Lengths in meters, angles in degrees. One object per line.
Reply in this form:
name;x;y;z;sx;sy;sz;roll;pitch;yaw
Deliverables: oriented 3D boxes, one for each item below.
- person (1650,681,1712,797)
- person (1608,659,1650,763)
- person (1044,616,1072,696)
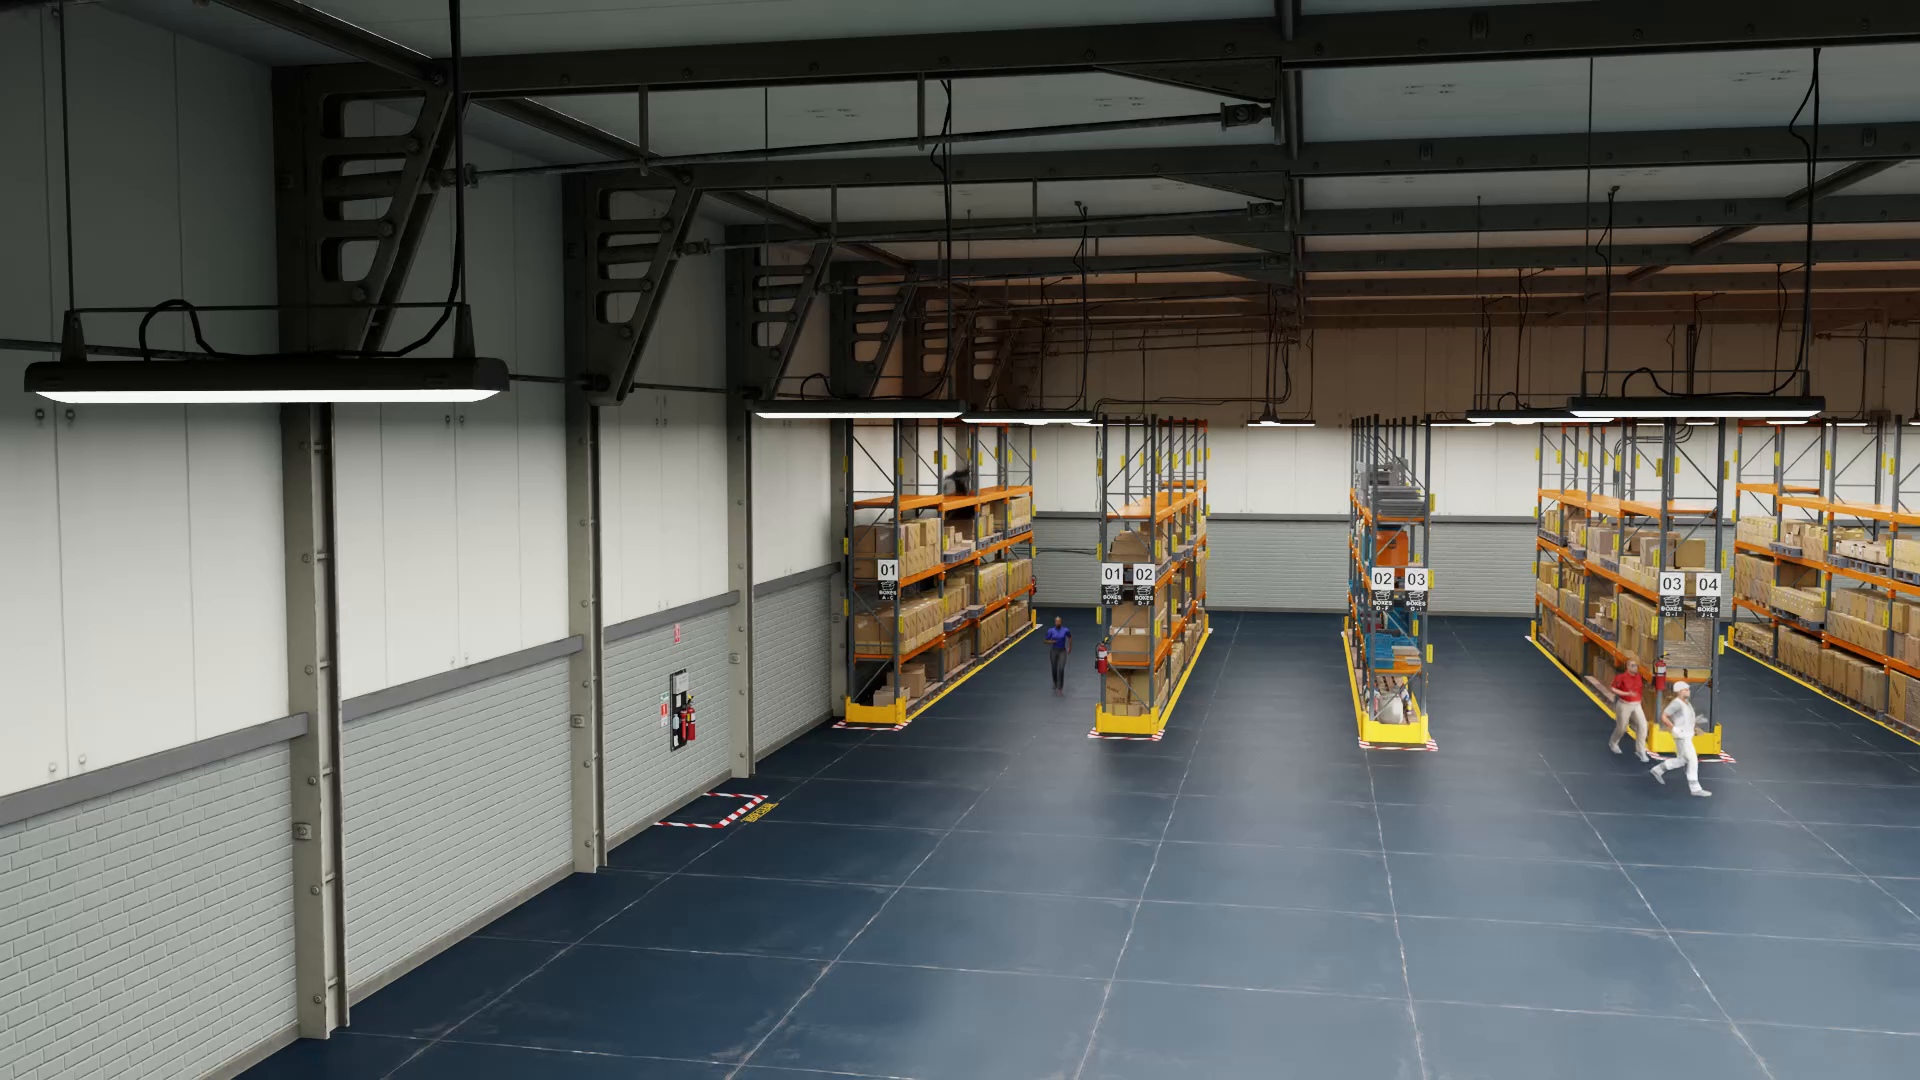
person;11.310;3.092;26.025;0.921;1.767;0.656;3;5;38
person;11.628;2.946;28.946;0.691;1.769;0.911;-1;4;-11
person;2.118;2.479;35.962;0.604;1.663;0.855;0;4;4
